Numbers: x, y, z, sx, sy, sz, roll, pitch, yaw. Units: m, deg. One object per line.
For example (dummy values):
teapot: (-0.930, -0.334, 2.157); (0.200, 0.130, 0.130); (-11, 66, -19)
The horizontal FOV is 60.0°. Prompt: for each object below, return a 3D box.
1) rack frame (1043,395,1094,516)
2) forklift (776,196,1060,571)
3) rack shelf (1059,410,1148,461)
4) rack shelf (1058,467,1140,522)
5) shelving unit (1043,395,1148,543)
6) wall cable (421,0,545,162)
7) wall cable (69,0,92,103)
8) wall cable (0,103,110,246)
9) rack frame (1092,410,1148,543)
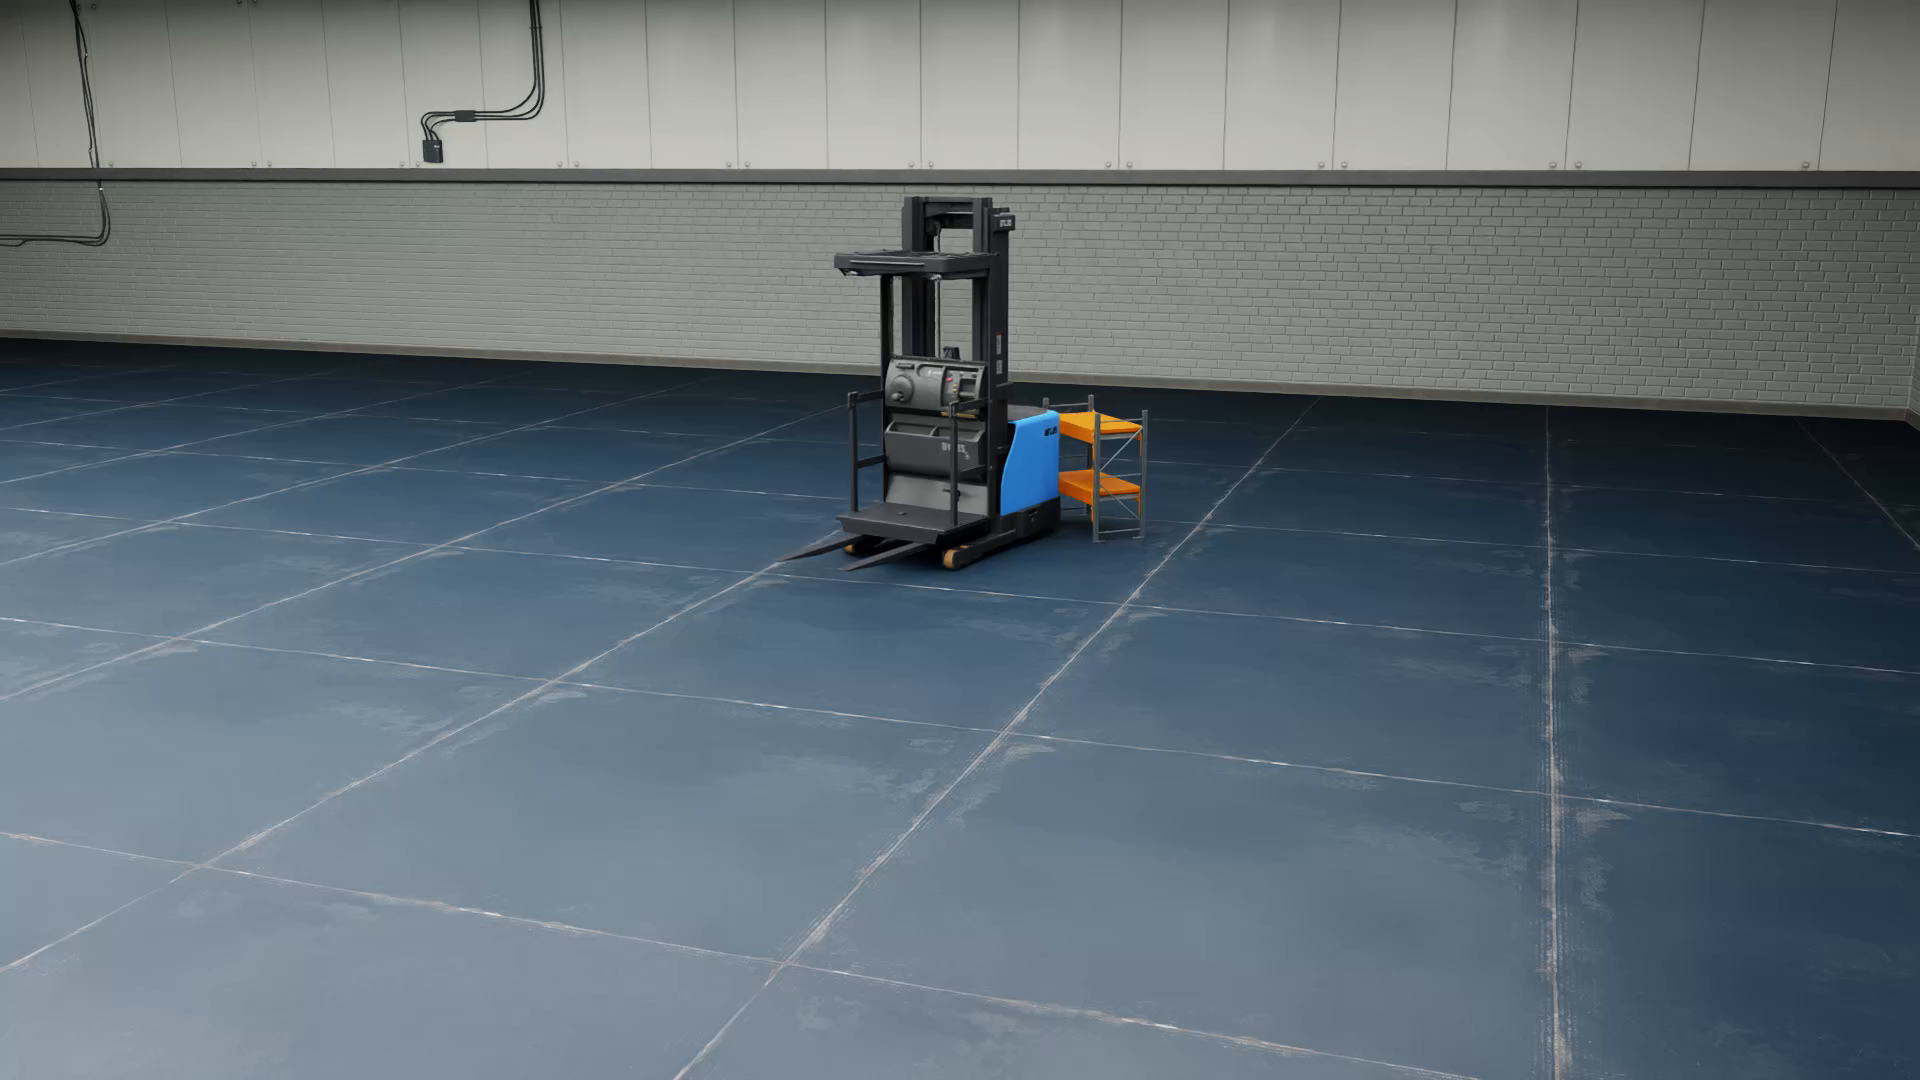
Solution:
rack frame: (0.991, -0.760, 15.288); (0.500, 1.125, 0.032); (-5, 14, -22)
forklift: (-0.324, -1.305, 13.619); (1.130, 2.935, 3.031); (8, 15, 32)
rack shelf: (1.188, -0.941, 14.766); (0.538, 0.278, 1.000); (-5, 14, -22)
rack shelf: (1.188, -0.417, 14.886); (0.538, 0.278, 1.000); (-5, 14, -22)
shelving unit: (1.188, -0.655, 14.831); (0.538, 1.125, 1.048); (-5, 14, -22)
wall cable: (-7.693, -9.049, 26.267); (2.305, 6.003, 0.169); (4, 14, 18)
wall cable: (-14.111, -8.831, 28.585); (3.097, 2.526, 0.112); (4, 14, 18)
wall cable: (-16.670, -6.564, 30.000); (3.097, 2.526, 0.112); (4, 14, 18)
rack frame: (1.384, -0.551, 14.374); (0.500, 1.125, 0.032); (-5, 14, -22)
